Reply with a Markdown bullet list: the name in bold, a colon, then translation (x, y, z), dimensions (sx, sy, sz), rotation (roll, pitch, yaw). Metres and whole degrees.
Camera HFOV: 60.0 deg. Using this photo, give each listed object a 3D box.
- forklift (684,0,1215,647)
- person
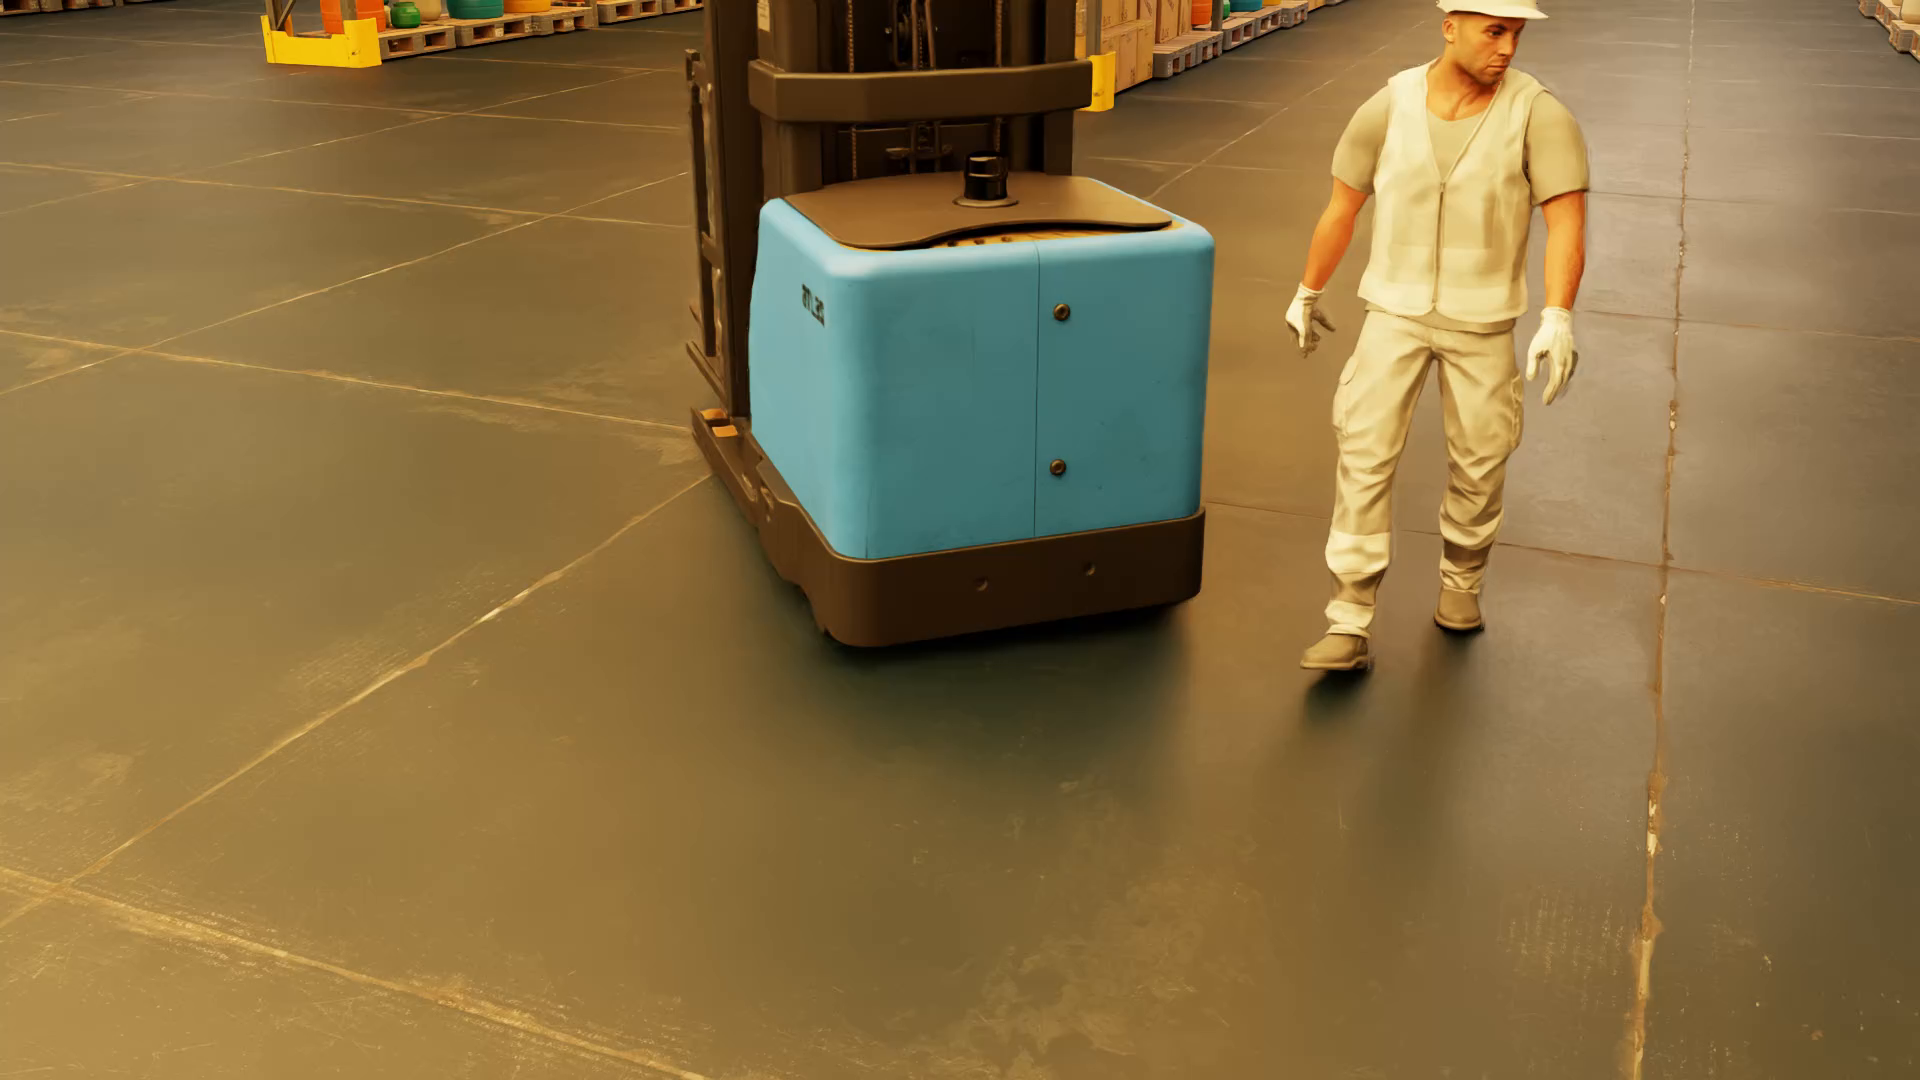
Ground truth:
- **forklift**: translation (-0.298, -1.617, 5.162), dimensions (1.130, 2.935, 3.031), rotation (-8, 24, -18)
- **person**: translation (1.143, -0.520, 4.101), dimensions (0.730, 1.753, 0.801), rotation (8, 24, 18)
